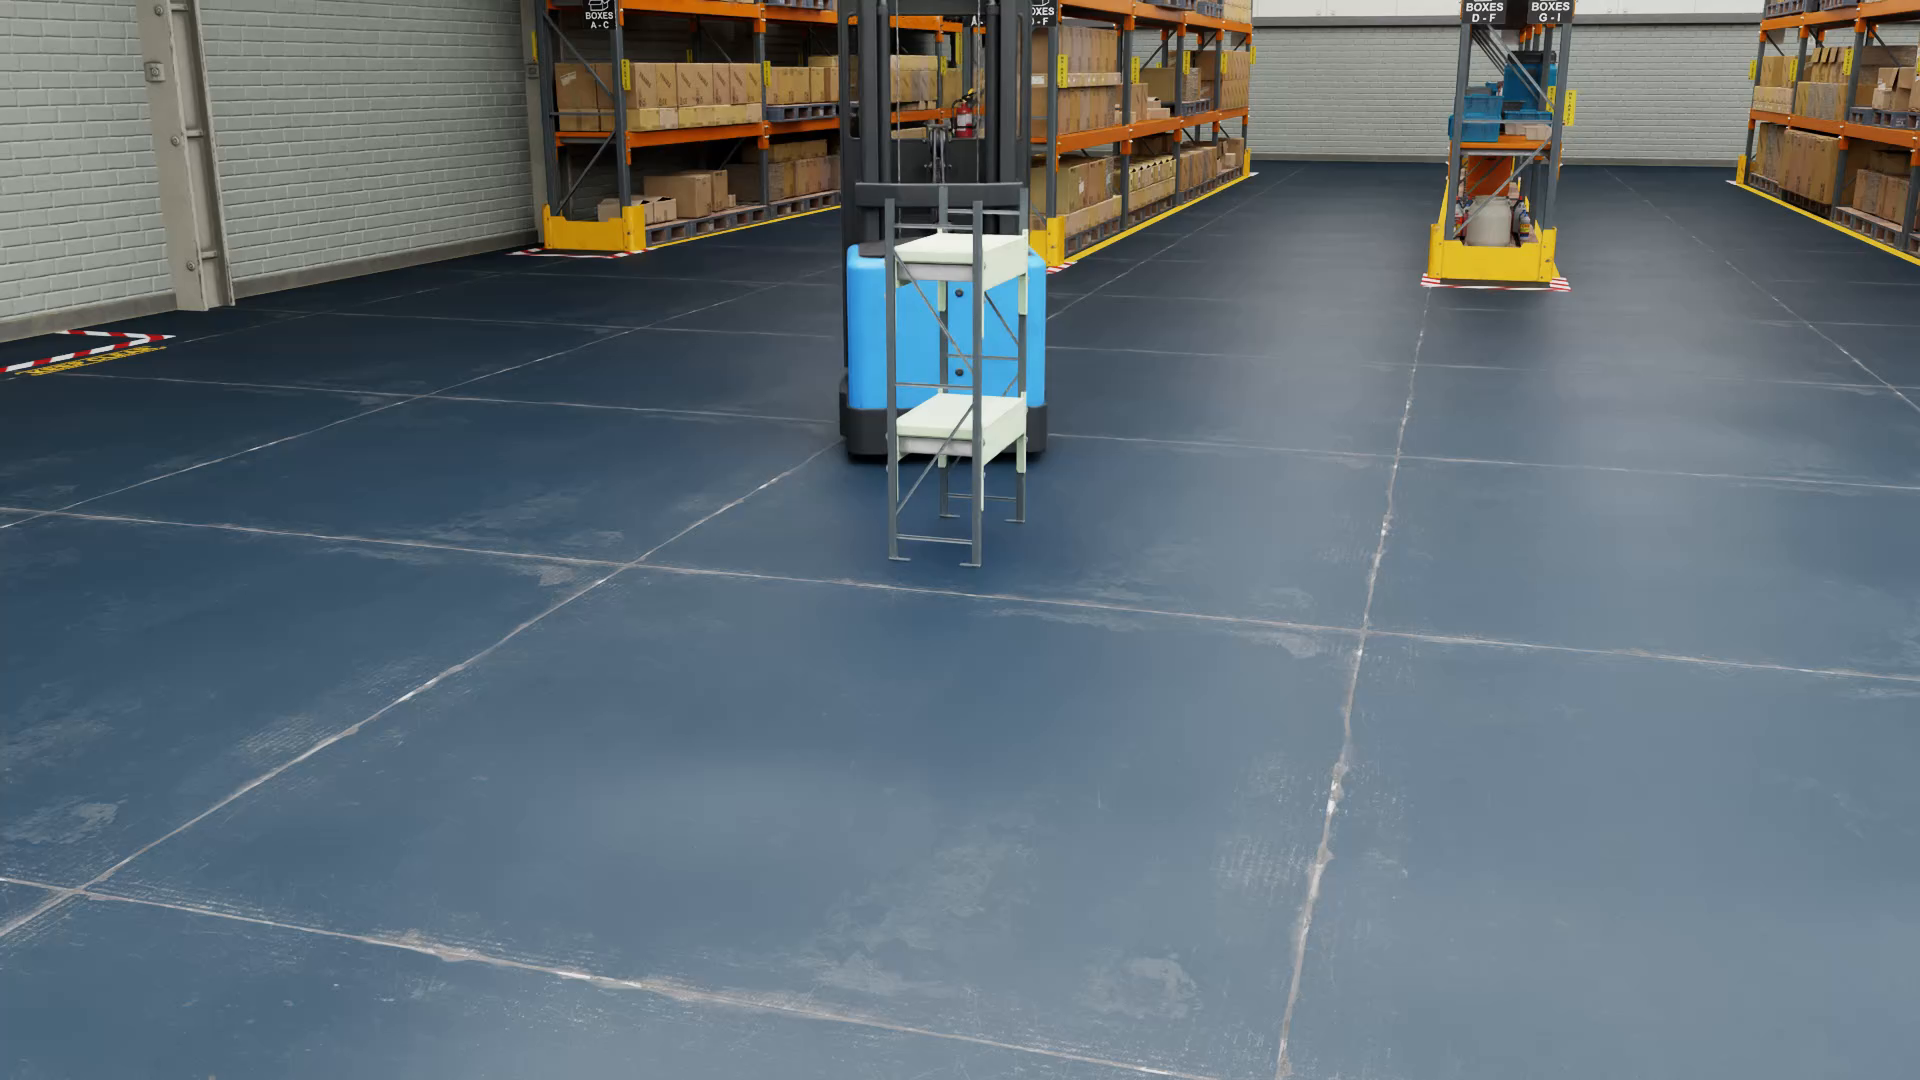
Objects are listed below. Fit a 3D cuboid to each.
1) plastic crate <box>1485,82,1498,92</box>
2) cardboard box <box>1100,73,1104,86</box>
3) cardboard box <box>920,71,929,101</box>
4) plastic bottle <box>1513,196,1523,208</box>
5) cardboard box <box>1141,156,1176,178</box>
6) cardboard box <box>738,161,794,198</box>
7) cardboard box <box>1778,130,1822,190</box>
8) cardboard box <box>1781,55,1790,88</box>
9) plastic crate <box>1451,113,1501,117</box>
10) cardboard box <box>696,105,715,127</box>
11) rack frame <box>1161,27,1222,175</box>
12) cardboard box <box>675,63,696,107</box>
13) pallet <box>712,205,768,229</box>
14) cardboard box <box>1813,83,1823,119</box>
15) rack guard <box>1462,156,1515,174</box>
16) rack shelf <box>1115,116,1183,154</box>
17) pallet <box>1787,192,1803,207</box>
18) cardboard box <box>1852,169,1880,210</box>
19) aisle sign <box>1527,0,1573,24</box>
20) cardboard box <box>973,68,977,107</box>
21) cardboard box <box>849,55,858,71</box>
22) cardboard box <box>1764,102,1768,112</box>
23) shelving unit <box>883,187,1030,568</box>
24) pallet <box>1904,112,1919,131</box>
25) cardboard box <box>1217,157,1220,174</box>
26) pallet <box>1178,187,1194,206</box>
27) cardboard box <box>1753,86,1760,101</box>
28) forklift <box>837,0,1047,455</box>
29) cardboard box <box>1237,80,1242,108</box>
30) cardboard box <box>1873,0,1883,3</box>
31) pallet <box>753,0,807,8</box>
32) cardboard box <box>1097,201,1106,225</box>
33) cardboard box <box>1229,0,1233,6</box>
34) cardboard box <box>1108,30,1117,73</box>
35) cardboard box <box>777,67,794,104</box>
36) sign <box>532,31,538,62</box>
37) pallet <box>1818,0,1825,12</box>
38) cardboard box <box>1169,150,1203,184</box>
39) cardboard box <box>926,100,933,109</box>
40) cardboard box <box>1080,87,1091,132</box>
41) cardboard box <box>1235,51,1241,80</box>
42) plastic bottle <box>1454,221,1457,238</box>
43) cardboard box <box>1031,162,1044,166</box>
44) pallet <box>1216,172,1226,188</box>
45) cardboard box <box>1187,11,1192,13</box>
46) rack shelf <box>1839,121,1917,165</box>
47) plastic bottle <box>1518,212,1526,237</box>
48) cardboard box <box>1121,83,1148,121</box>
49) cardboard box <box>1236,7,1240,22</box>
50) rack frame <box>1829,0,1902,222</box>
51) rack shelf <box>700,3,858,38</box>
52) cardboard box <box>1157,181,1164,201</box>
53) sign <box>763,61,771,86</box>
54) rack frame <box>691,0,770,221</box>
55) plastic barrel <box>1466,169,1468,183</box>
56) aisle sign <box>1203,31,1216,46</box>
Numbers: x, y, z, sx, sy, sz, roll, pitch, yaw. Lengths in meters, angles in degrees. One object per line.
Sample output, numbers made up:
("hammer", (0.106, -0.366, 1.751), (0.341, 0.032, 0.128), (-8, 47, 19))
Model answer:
("plastic crate", (9.899, -8.149, 30.387), (0.616, 0.435, 0.499), (5, 16, 16))
("cardboard box", (1.494, -5.457, 19.699), (0.380, 0.149, 0.250), (5, 16, 16))
("cardboard box", (-0.845, -7.853, 28.754), (0.500, 0.500, 0.500), (5, 17, 16))
("plastic bottle", (6.498, -3.812, 19.319), (0.144, 0.351, 0.185), (4, 16, 14))
("cardboard box", (2.881, -5.490, 24.429), (0.500, 0.311, 0.500), (5, 17, 17))
("cardboard box", (-2.802, -5.176, 23.854), (0.700, 0.500, 0.500), (4, 16, 15))
("cardboard box", (13.265, -5.785, 25.353), (1.225, 0.875, 0.875), (5, 16, 16))
("cardboard box", (13.448, -7.478, 26.551), (0.500, 0.500, 0.500), (5, 17, 16))
("plastic crate", (5.314, -4.271, 17.163), (0.499, 0.251, 0.408), (5, 16, 16))
("cardboard box", (-3.357, -5.229, 20.508), (0.500, 0.250, 0.500), (5, 17, 16))
("rack frame", (3.930, -7.543, 28.428), (1.000, 3.000, 0.127), (5, 16, 16))
("cardboard box", (-3.503, -5.450, 19.911), (0.500, 0.500, 0.500), (4, 16, 14))
("pallet", (-3.250, -4.314, 22.151), (1.003, 0.211, 1.213), (5, 16, 16))
("cardboard box", (12.630, -6.323, 23.943), (0.500, 0.500, 0.500), (5, 17, 17))
("rack guard", (9.810, -7.010, 31.126), (1.175, 0.500, 0.348), (5, 16, 16))
("rack shelf", (2.225, -5.628, 22.991), (1.077, 0.370, 4.000), (5, 16, 16))
("pallet", (13.280, -5.225, 25.364), (1.003, 0.211, 1.213), (5, 16, 16))
("cardboard box", (12.119, -4.560, 21.684), (0.700, 0.500, 0.500), (4, 16, 13))
("aisle sign", (5.529, -5.228, 15.500), (0.394, 0.787, 0.004), (5, 16, 16))
("cardboard box", (-0.240, -8.593, 31.579), (0.980, 0.700, 0.700), (4, 16, 13))
("cardboard box", (-1.572, -7.548, 26.305), (0.500, 0.250, 0.500), (5, 17, 17))
("cardboard box", (13.784, -7.296, 28.016), (0.380, 0.149, 0.250), (4, 16, 15))
("shelving unit", (-0.002, -0.720, 7.119), (0.431, 1.500, 0.755), (5, 16, 16))
("pallet", (11.511, -4.778, 19.028), (1.003, 0.211, 1.213), (5, 16, 16))
("cardboard box", (4.257, -6.555, 29.063), (0.500, 0.311, 0.500), (5, 16, 16))
("pallet", (3.042, -5.348, 25.797), (1.003, 0.211, 1.213), (5, 16, 16))
("cardboard box", (14.169, -7.787, 29.016), (0.500, 0.250, 0.500), (4, 16, 14))
("forklift", (-0.157, -2.202, 9.721), (1.130, 2.935, 3.031), (-1, 16, -4))
("cardboard box", (4.910, -8.234, 30.678), (0.500, 0.500, 0.500), (5, 17, 16))
("cardboard box", (11.767, -6.861, 20.800), (0.500, 0.250, 0.500), (5, 17, 17))
("pallet", (-2.816, -7.340, 22.556), (1.213, 0.211, 1.003), (5, 16, 16))
("cardboard box", (1.455, -3.929, 19.955), (0.500, 0.250, 0.500), (5, 16, 16))
("cardboard box", (4.447, -9.394, 28.813), (0.500, 0.250, 0.500), (5, 16, 16))
("cardboard box", (1.537, -6.006, 20.447), (0.700, 0.500, 0.500), (5, 17, 16))
("cardboard box", (-2.750, -6.370, 23.299), (0.700, 0.500, 0.500), (6, 17, 22))
("sign", (-4.757, -5.544, 18.679), (0.100, 0.325, 0.005), (5, 16, 16))
("pallet", (13.214, -7.882, 24.473), (0.805, 0.209, 1.217), (4, 16, 14))
("cardboard box", (3.631, -6.008, 26.789), (0.500, 0.500, 0.500), (4, 16, 14))
("cardboard box", (-0.694, -7.637, 29.182), (0.380, 0.149, 0.250), (5, 17, 17))
("cardboard box", (1.103, -4.978, 19.201), (0.700, 0.500, 0.500), (5, 17, 18))
("cardboard box", (4.773, -8.579, 30.062), (0.500, 0.500, 0.500), (5, 17, 18))
("plastic bottle", (5.370, -3.399, 18.137), (0.097, 0.201, 0.097), (0, 16, 0))
("cardboard box", (0.658, -4.070, 19.077), (0.500, 0.500, 0.500), (5, 16, 16))
("pallet", (4.127, -6.381, 29.441), (1.003, 0.211, 1.213), (5, 16, 16))
("cardboard box", (3.030, -8.238, 25.197), (0.910, 0.500, 0.500), (5, 16, 16))
("rack shelf", (11.722, -4.858, 20.280), (1.077, 0.370, 4.000), (5, 16, 16))
("plastic bottle", (6.180, -3.458, 18.217), (0.097, 0.271, 0.097), (0, 16, 0))
("cardboard box", (2.333, -6.105, 23.172), (0.500, 0.500, 0.500), (4, 16, 13))
("cardboard box", (4.734, -9.415, 29.803), (0.500, 0.250, 0.500), (5, 16, 16))
("rack frame", (12.291, -5.728, 22.026), (1.000, 3.000, 0.127), (5, 16, 16))
("rack shelf", (-2.525, -7.454, 23.933), (1.077, 0.370, 4.000), (5, 16, 16))
("cardboard box", (2.589, -4.953, 23.565), (0.500, 0.250, 0.500), (5, 17, 17))
("sign", (-2.571, -6.210, 22.140), (0.100, 0.325, 0.005), (5, 16, 16))
("rack frame", (-3.093, -5.834, 22.399), (1.000, 3.000, 0.127), (5, 16, 16))
("plastic barrel", (7.739, -5.401, 24.664), (0.421, 0.512, 0.421), (0, 16, 0))
("aisle sign", (4.805, -9.881, 31.906), (0.394, 0.787, 0.004), (5, 16, 16))
